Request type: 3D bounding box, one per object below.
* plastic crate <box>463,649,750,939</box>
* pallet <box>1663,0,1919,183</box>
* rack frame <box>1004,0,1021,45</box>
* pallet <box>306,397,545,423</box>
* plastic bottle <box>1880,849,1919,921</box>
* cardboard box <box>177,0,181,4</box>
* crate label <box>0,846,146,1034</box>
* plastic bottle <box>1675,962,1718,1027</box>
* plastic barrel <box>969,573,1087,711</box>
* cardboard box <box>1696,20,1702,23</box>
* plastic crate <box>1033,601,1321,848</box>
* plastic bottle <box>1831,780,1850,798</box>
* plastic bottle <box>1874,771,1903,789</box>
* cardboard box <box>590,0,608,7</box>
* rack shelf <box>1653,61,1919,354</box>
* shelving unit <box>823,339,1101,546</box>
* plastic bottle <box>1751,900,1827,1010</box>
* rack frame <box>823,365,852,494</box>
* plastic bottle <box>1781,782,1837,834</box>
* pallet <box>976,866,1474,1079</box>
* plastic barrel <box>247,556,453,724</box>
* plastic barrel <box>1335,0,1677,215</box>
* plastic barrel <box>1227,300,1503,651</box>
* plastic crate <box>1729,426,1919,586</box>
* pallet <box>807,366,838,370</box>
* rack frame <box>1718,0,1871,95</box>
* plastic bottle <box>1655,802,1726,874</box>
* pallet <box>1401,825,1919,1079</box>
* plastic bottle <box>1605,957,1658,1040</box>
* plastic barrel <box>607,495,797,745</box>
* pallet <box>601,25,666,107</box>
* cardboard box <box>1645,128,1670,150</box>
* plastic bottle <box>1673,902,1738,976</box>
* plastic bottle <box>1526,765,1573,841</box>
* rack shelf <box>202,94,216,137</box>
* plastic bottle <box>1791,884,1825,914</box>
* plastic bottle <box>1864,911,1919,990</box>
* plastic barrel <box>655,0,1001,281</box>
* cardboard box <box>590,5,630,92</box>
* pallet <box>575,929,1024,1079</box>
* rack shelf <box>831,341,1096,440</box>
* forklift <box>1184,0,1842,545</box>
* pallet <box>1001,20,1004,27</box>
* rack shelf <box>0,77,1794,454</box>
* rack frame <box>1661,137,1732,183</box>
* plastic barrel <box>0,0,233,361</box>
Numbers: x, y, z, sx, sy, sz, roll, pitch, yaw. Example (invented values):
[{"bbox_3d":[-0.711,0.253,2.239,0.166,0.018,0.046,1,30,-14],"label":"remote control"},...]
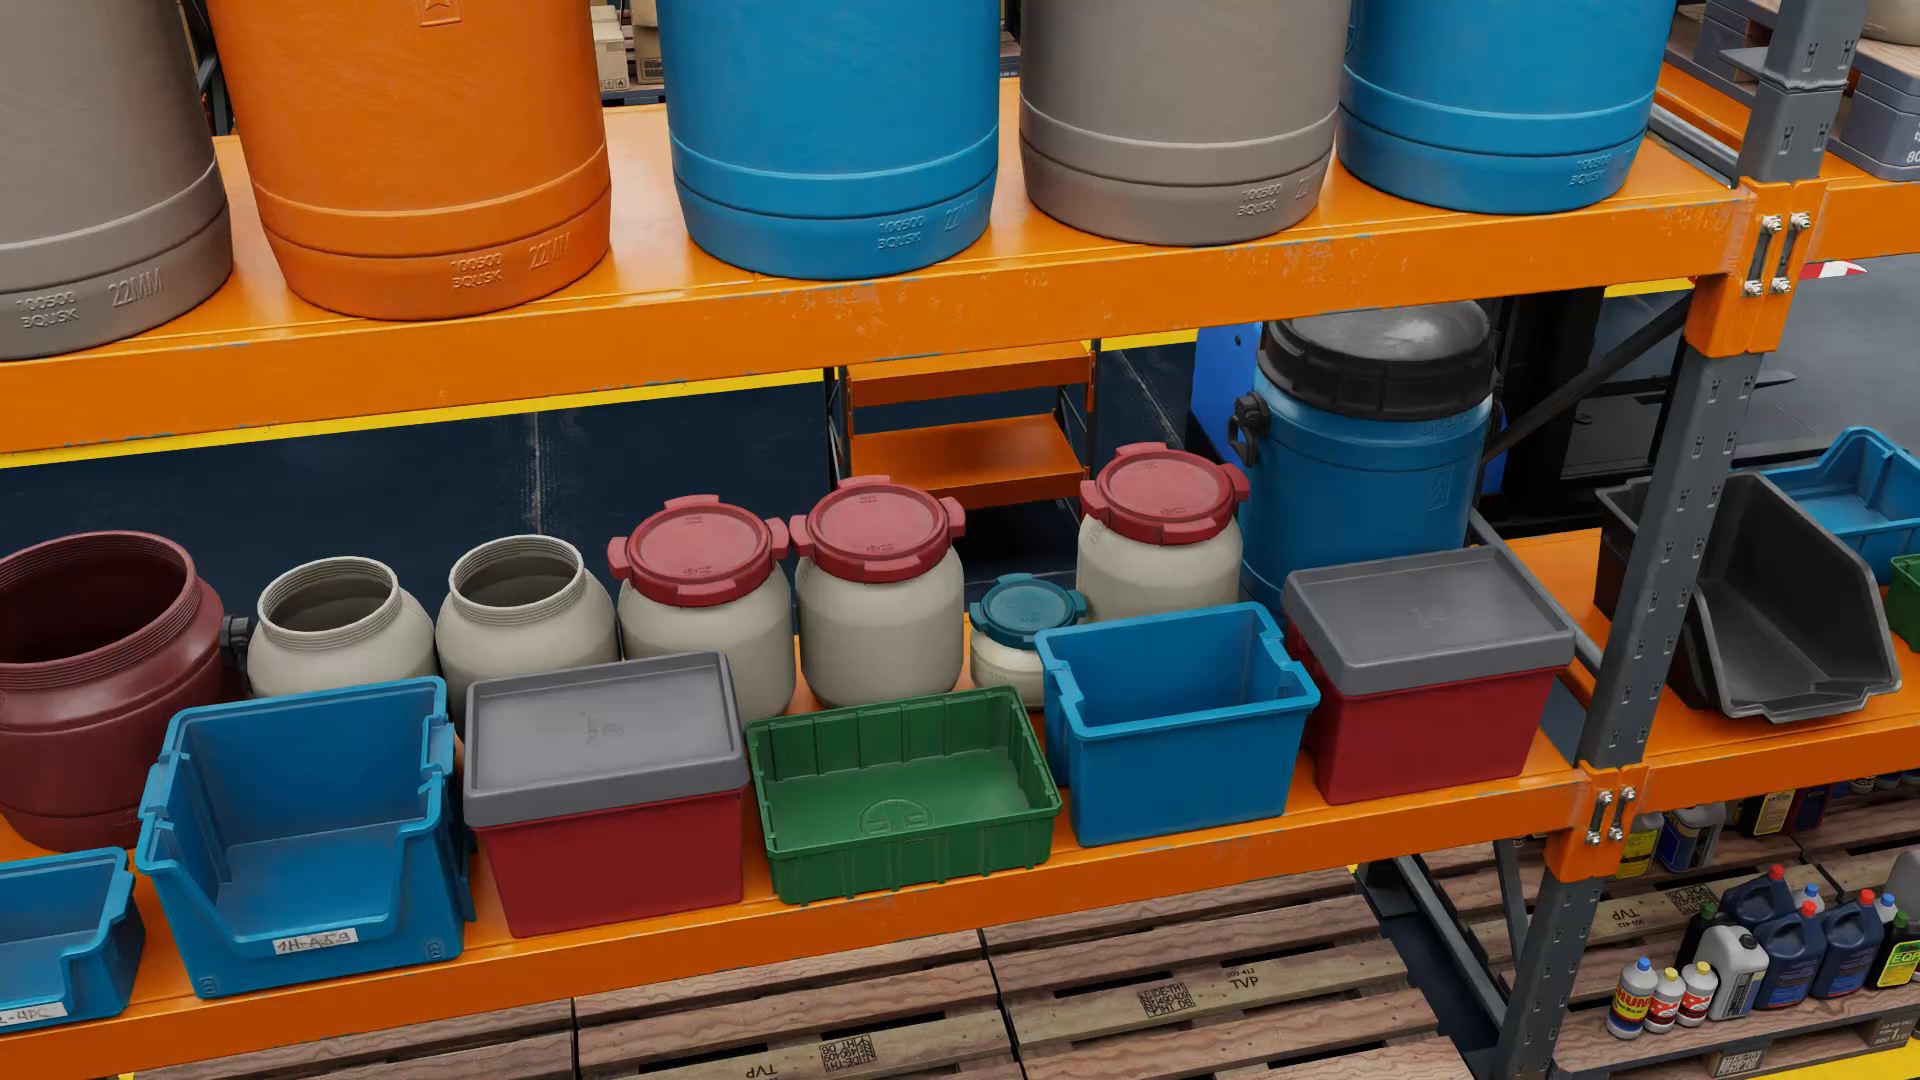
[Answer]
[{"bbox_3d":[-0.761,0.567,3.656,0.583,0.464,0.402,-7,35,-11],"label":"plastic crate"},{"bbox_3d":[2.179,-1.175,3.786,1.003,0.211,1.213,-7,35,-11],"label":"pallet"},{"bbox_3d":[0.404,-2.558,8.369,0.127,3.000,1.000,-7,35,-11],"label":"rack frame"},{"bbox_3d":[-2.735,-1.003,8.556,1.213,0.211,1.003,-7,35,-11],"label":"pallet"},{"bbox_3d":[2.917,1.056,5.034,0.135,0.276,0.152,-7,35,-11],"label":"plastic bottle"},{"bbox_3d":[-5.593,-3.927,11.604,0.500,0.250,0.500,-7,34,-10],"label":"cardboard box"},{"bbox_3d":[-1.911,0.847,3.445,0.416,0.233,0.303,-7,35,-11],"label":"crate label"},{"bbox_3d":[2.102,1.288,4.756,0.097,0.201,0.097,0,34,0],"label":"plastic bottle"},{"bbox_3d":[0.172,0.271,4.278,0.301,0.262,0.301,0,34,0],"label":"plastic barrel"},{"bbox_3d":[3.829,-2.767,8.907,0.250,0.149,0.380,-7,35,-11],"label":"cardboard box"},{"bbox_3d":[0.489,0.446,3.908,0.575,0.384,0.392,-7,35,-11],"label":"plastic crate"},{"bbox_3d":[2.931,0.726,5.530,0.097,0.271,0.097,0,34,0],"label":"plastic bottle"},{"bbox_3d":[3.129,0.701,5.567,0.097,0.271,0.097,0,34,0],"label":"plastic bottle"},{"bbox_3d":[-3.027,-4.150,12.384,0.750,0.750,1.050,-7,34,-10],"label":"cardboard box"},{"bbox_3d":[3.447,-1.058,4.089,4.000,0.370,1.077,-7,35,-11],"label":"rack shelf"},{"bbox_3d":[-0.007,-0.466,6.935,1.048,1.125,0.538,-7,35,-11],"label":"shelving unit"},{"bbox_3d":[2.375,1.178,4.785,0.185,0.351,0.144,-6,34,-9],"label":"plastic bottle"},{"bbox_3d":[-0.502,-0.404,6.842,0.032,1.125,0.500,-7,35,-11],"label":"rack frame"},{"bbox_3d":[2.747,0.820,5.378,0.133,0.283,0.061,-7,35,-11],"label":"plastic bottle"},{"bbox_3d":[0.739,1.410,4.960,1.213,0.211,1.003,-7,35,-11],"label":"pallet"},{"bbox_3d":[-1.449,0.337,3.955,0.421,0.512,0.421,0,34,0],"label":"plastic barrel"},{"bbox_3d":[1.048,-1.139,3.113,0.708,0.901,0.600,-7,35,-11],"label":"plastic barrel"},{"bbox_3d":[1.053,-0.191,4.393,0.708,0.901,0.600,-7,35,-11],"label":"plastic barrel"},{"bbox_3d":[2.516,-0.088,4.822,0.616,0.251,0.499,-7,35,-11],"label":"plastic crate"},{"bbox_3d":[-0.355,-1.303,9.003,1.213,0.211,1.003,-7,35,-11],"label":"pallet"},{"bbox_3d":[1.497,-2.357,2.686,0.127,3.000,1.000,-7,35,-11],"label":"rack frame"},{"bbox_3d":[2.306,0.901,5.266,0.135,0.276,0.152,-7,35,-11],"label":"plastic bottle"},{"bbox_3d":[2.161,1.232,5.224,1.213,0.211,1.003,-7,35,-11],"label":"pallet"},{"bbox_3d":[1.904,1.284,4.699,0.097,0.271,0.097,0,34,0],"label":"plastic bottle"},{"bbox_3d":[-0.623,0.220,4.109,0.433,0.535,0.433,0,34,0],"label":"plastic barrel"},{"bbox_3d":[-1.576,-2.252,8.086,1.213,0.211,1.003,-7,35,-11],"label":"pallet"},{"bbox_3d":[3.693,-2.118,9.581,0.500,0.500,0.500,-1,34,-2],"label":"cardboard box"},{"bbox_3d":[2.189,1.166,4.863,0.133,0.283,0.061,-7,35,-11],"label":"plastic bottle"},{"bbox_3d":[1.893,0.841,5.348,0.133,0.283,0.061,-6,34,-8],"label":"plastic bottle"},{"bbox_3d":[-5.448,-1.521,7.471,4.000,0.370,1.077,-7,35,-11],"label":"rack shelf"},{"bbox_3d":[2.490,1.127,4.932,0.097,0.271,0.097,0,34,0],"label":"plastic bottle"},{"bbox_3d":[2.730,1.185,4.835,0.133,0.283,0.061,-6,34,-8],"label":"plastic bottle"},{"bbox_3d":[-0.227,-0.978,2.874,0.708,0.901,0.600,-7,35,-11],"label":"plastic barrel"},{"bbox_3d":[-1.812,-2.259,7.682,0.500,0.250,0.500,-8,35,-12],"label":"cardboard box"},{"bbox_3d":[-0.453,1.562,4.733,1.213,0.211,1.003,-7,35,-11],"label":"pallet"},{"bbox_3d":[-0.007,-0.709,6.772,1.000,0.278,0.538,-7,35,-11],"label":"rack shelf"},{"bbox_3d":[2.610,-1.491,6.842,3.031,2.935,1.130,-7,34,-10],"label":"forklift"},{"bbox_3d":[0.167,-4.159,13.258,1.213,0.211,1.003,-7,35,-11],"label":"pallet"},{"bbox_3d":[-0.454,-0.567,3.356,4.000,0.370,1.077,-7,35,-11],"label":"rack shelf"},{"bbox_3d":[4.305,-3.049,9.102,0.127,3.000,1.000,-7,35,-11],"label":"rack frame"},{"bbox_3d":[-1.556,-0.811,2.624,0.600,0.901,0.600,0,34,0],"label":"plastic barrel"}]
